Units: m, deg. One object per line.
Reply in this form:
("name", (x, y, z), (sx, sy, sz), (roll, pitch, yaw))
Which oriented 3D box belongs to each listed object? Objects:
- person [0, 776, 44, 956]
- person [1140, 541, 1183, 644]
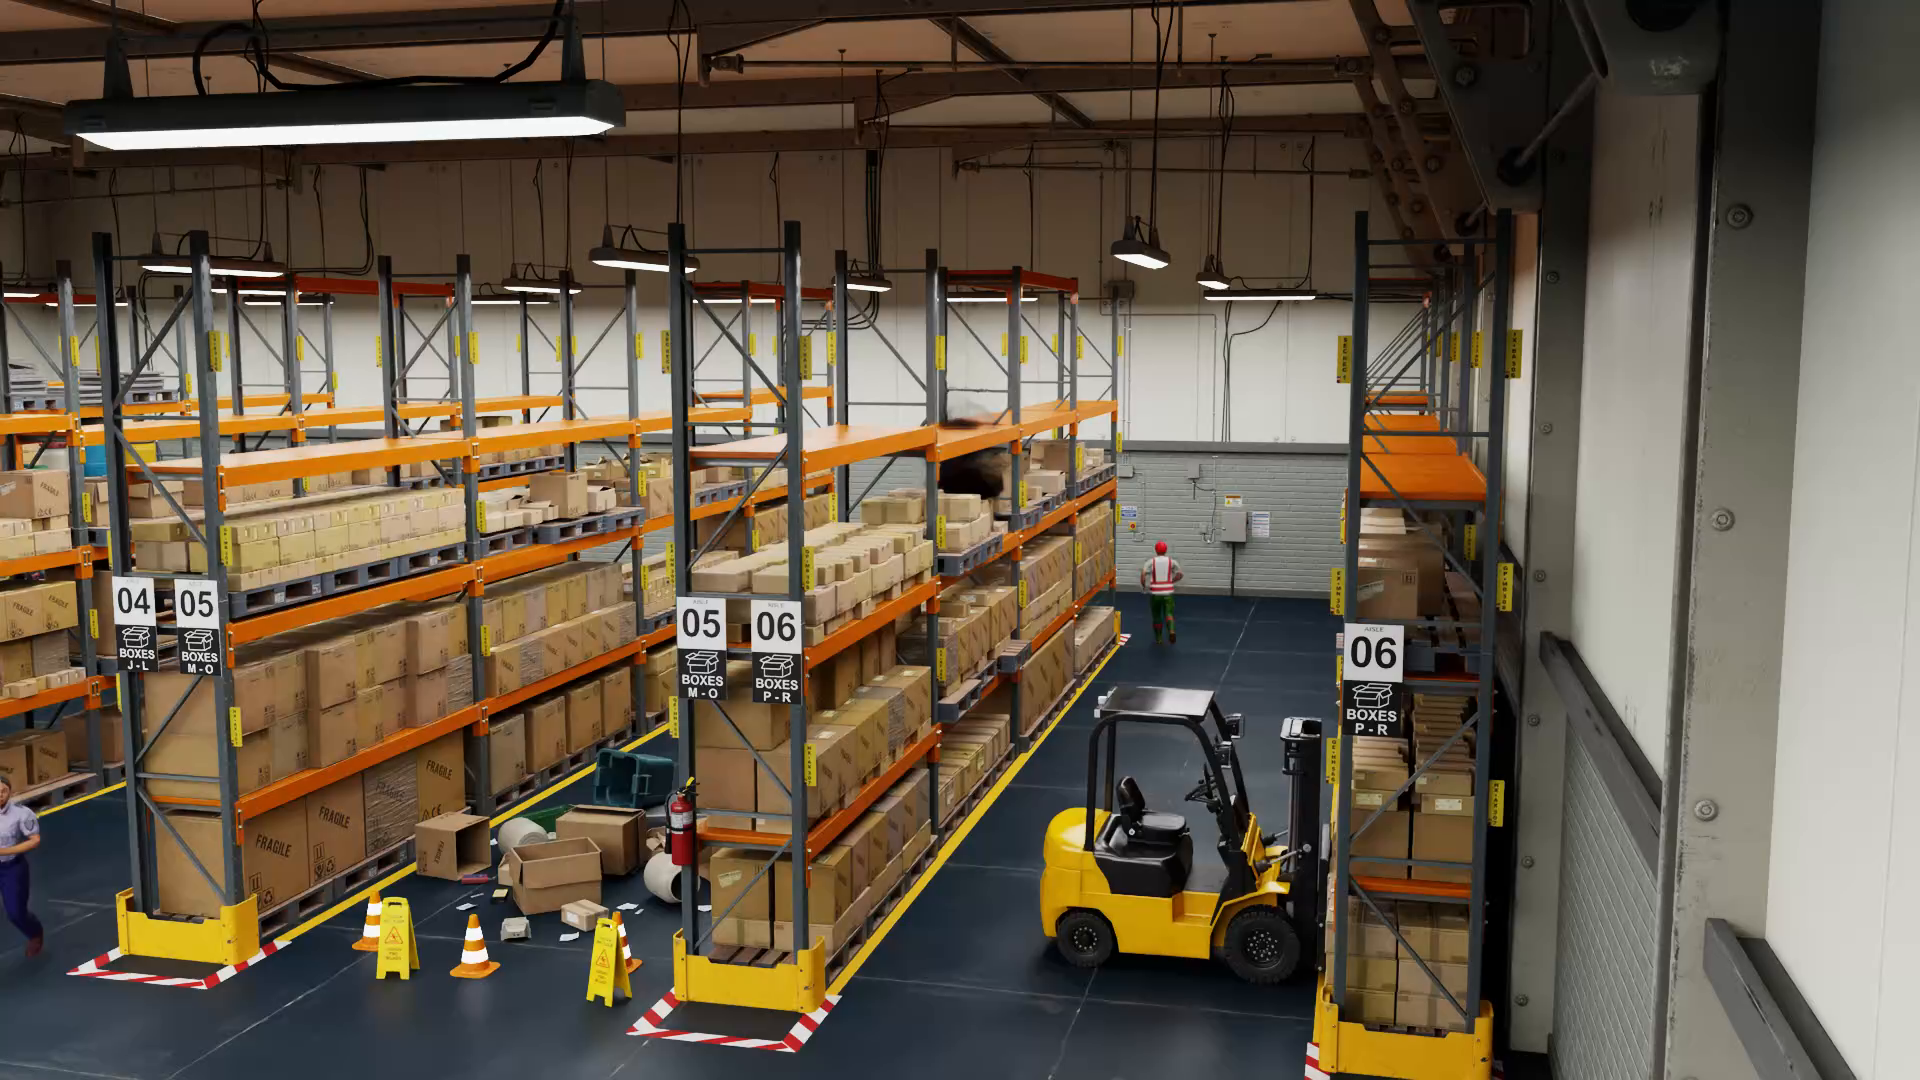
("person", (-7.774, 2.723, 13.486), (0.629, 1.652, 0.927), (-1, 7, -7))
("person", (3.358, 0.916, 27.800), (0.713, 1.804, 0.852), (0, 7, -1))
